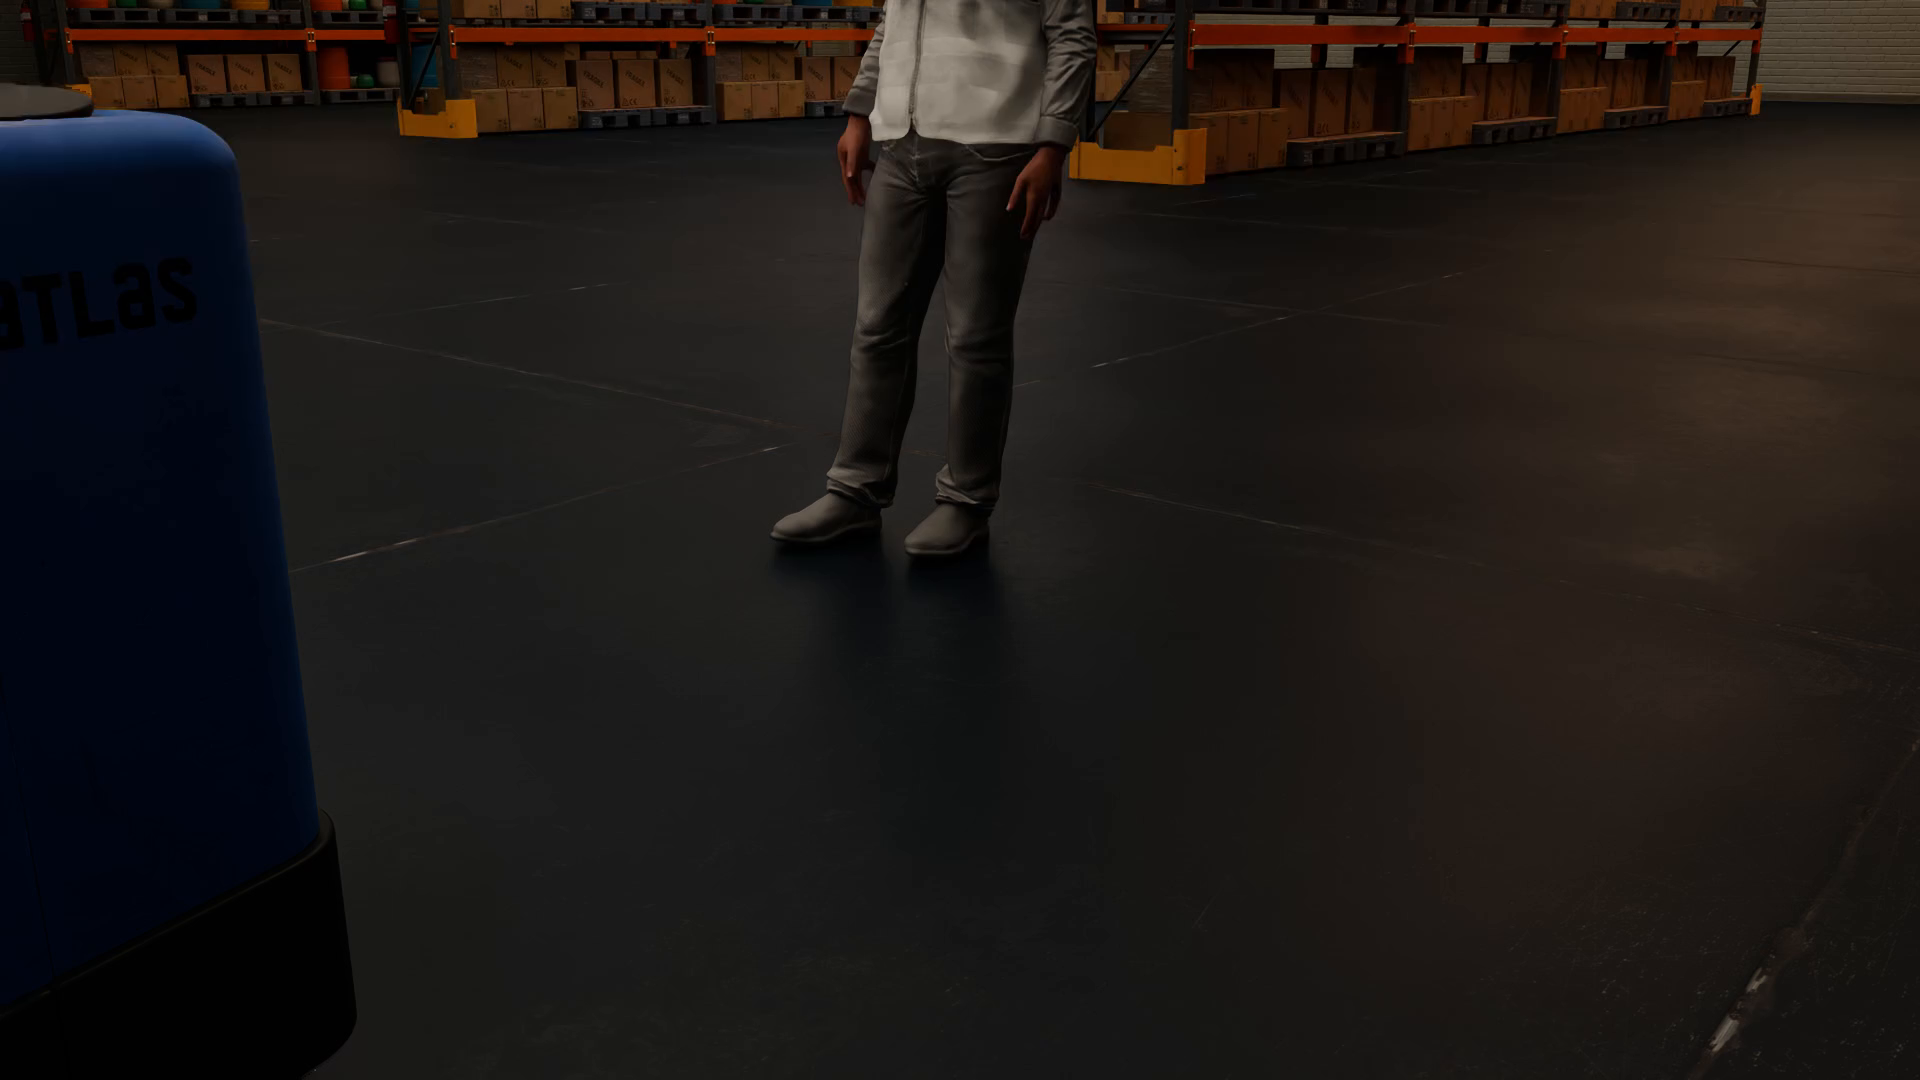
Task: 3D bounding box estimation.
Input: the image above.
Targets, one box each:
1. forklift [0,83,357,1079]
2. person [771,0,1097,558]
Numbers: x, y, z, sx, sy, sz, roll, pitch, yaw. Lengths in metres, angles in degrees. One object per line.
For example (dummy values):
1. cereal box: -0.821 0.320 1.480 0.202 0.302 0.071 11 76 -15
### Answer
1. forklift: -1.833 -0.478 0.472 1.130 2.935 3.031 9 19 27
2. person: -0.046 -0.843 3.640 0.634 1.775 0.566 13 21 37
